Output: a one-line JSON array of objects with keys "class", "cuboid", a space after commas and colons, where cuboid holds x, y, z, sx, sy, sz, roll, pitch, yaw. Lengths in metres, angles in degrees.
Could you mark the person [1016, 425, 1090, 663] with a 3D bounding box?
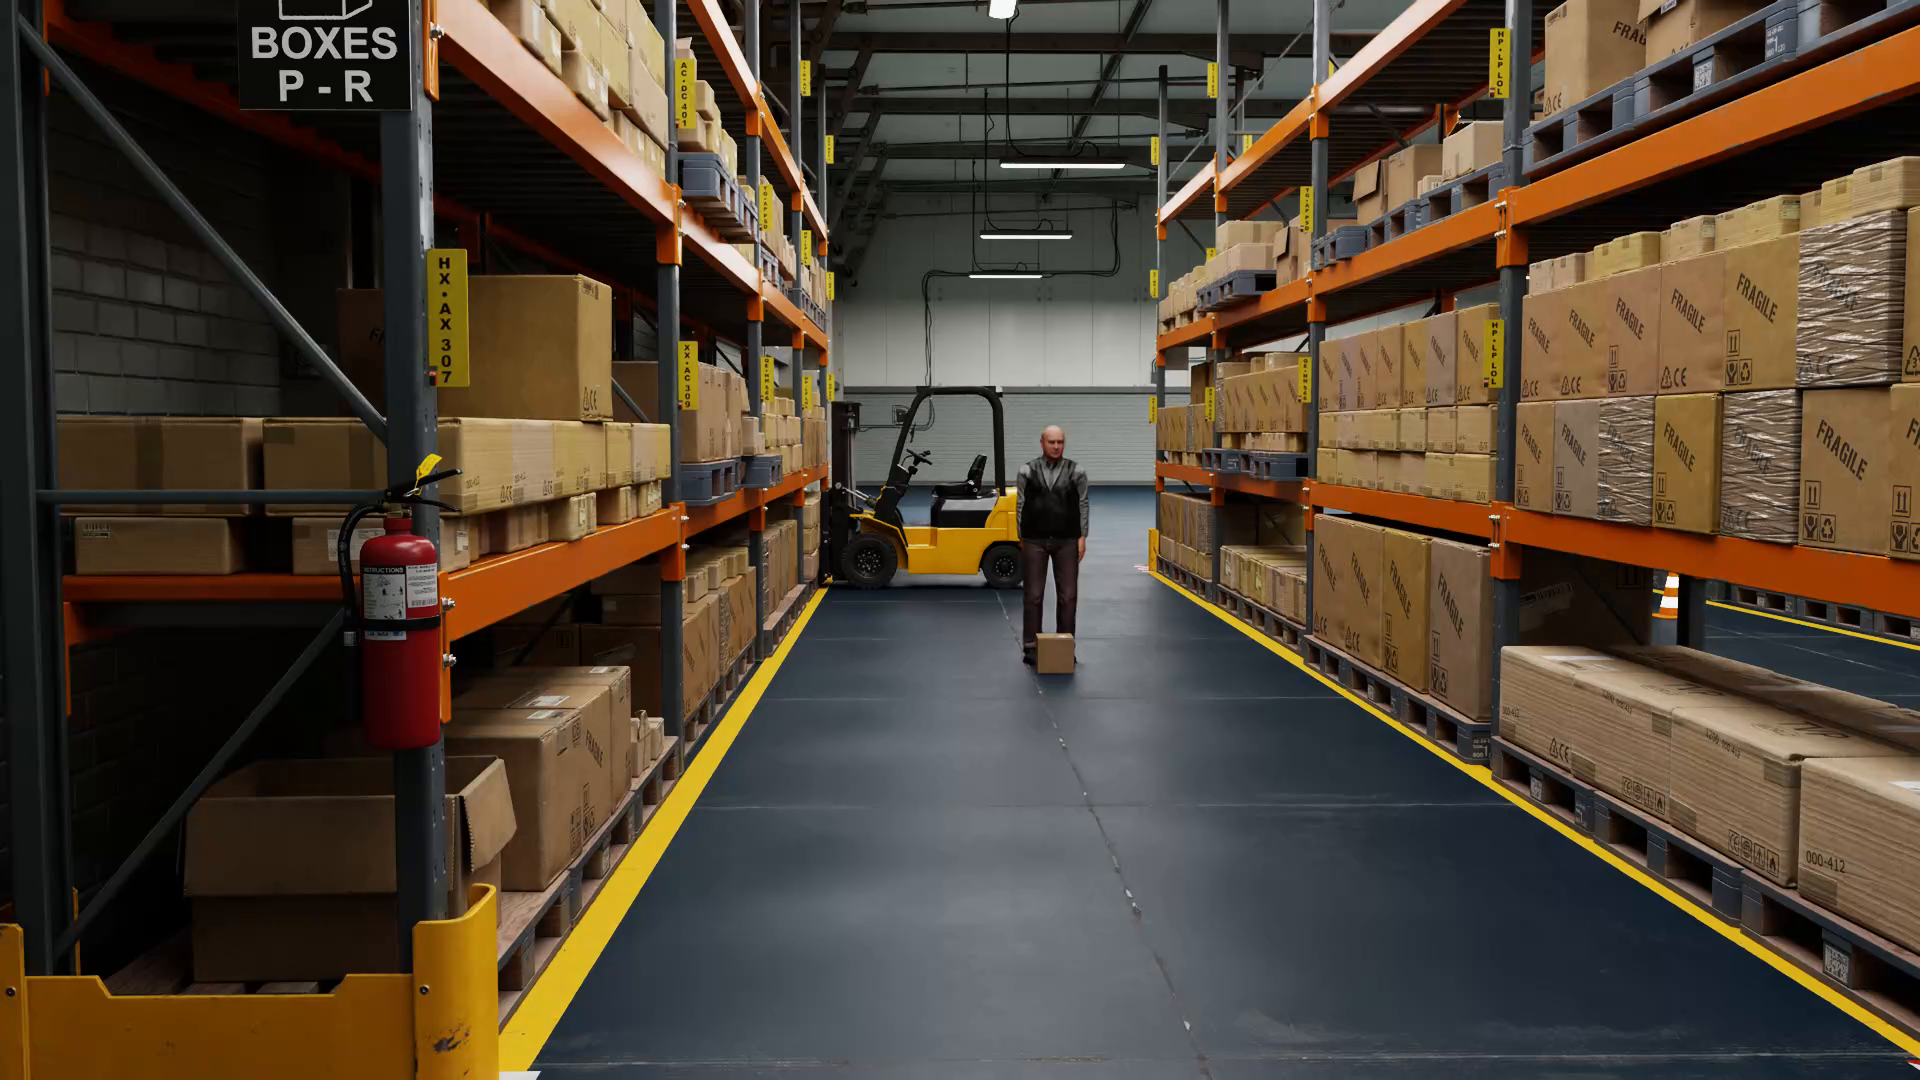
[{"class": "person", "cuboid": [0.671, 0.030, 12.021, 0.533, 1.715, 0.359, 0, 4, 0]}]
